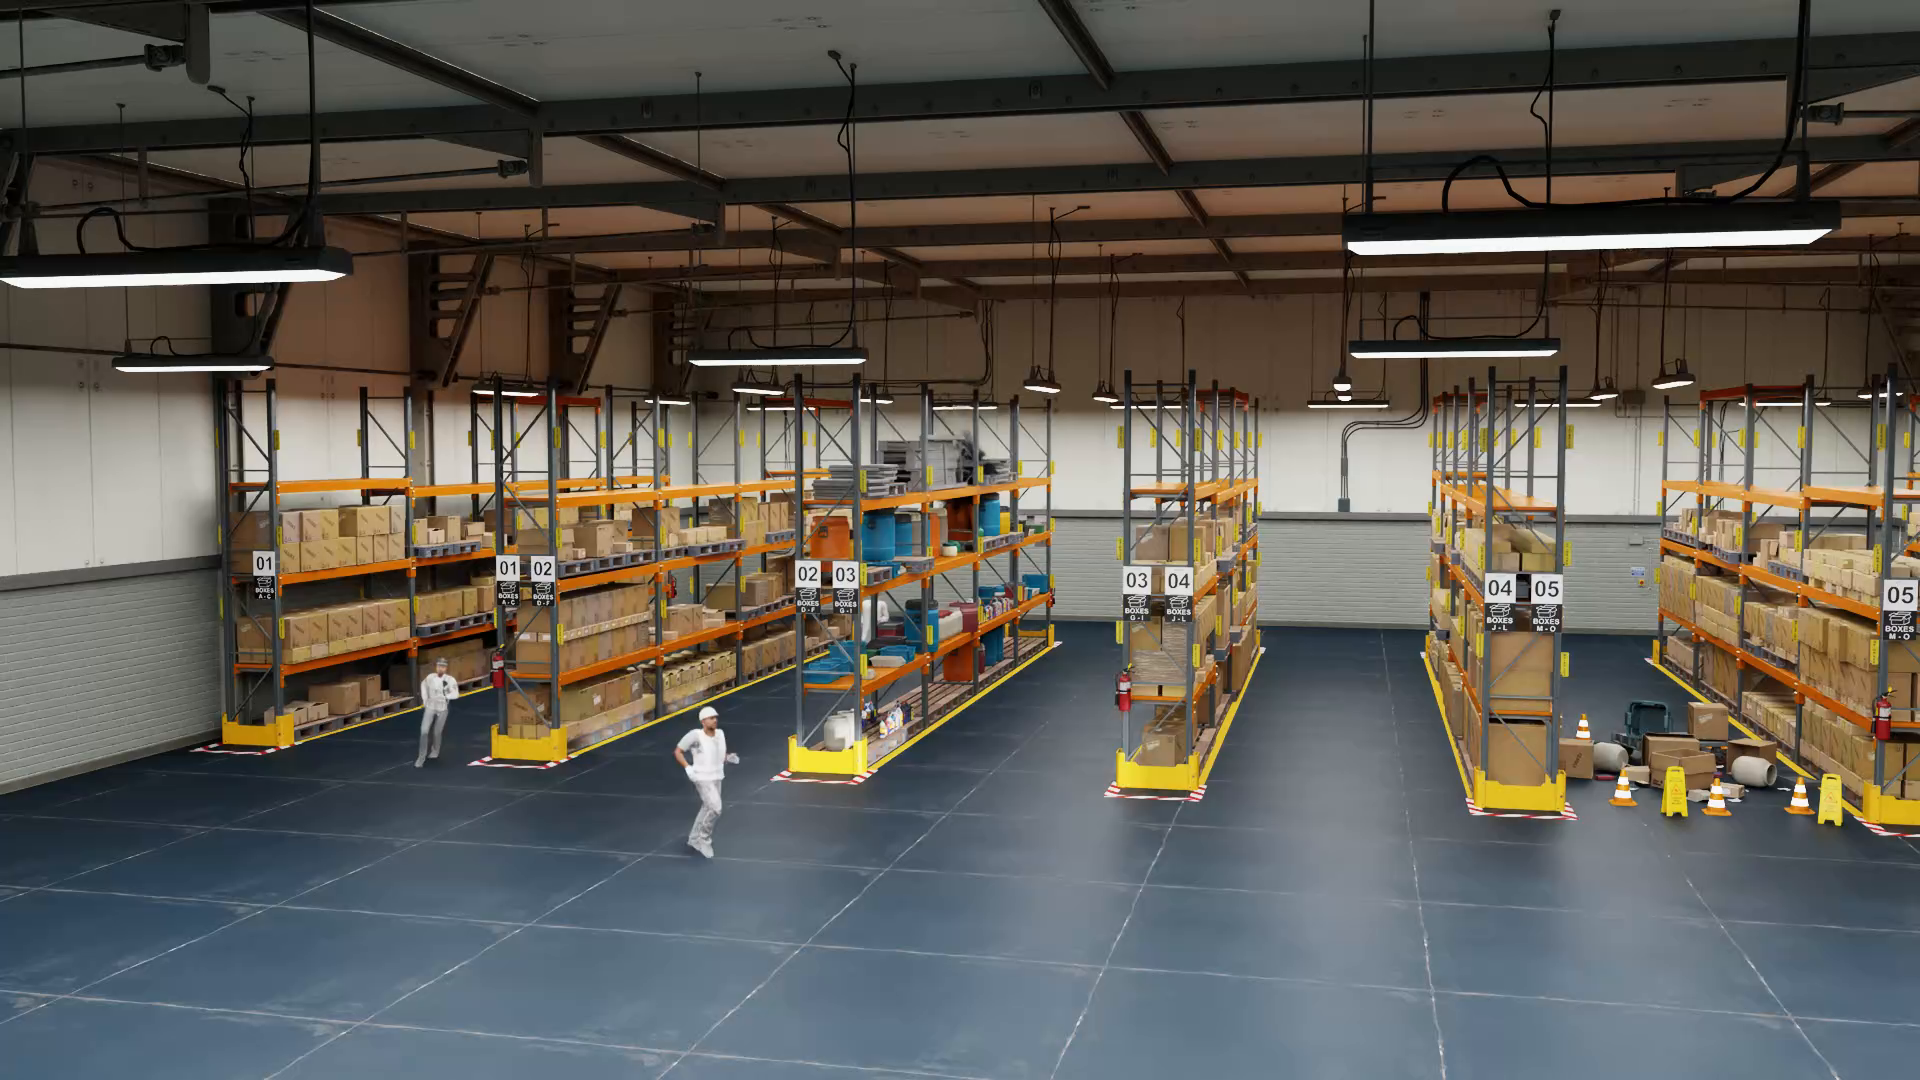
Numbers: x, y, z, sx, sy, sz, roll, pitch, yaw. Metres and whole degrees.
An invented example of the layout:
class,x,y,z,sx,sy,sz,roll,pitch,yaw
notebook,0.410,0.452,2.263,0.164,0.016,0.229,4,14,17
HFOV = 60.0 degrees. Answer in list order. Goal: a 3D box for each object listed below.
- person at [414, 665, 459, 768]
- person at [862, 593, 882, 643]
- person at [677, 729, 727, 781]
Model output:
class,x,y,z,sx,sy,sz,roll,pitch,yaw
person,-8.067,2.663,25.738,0.645,1.664,0.691,0,3,-6
person,-1.758,1.865,33.124,0.643,1.809,0.694,0,3,5
person,-3.065,2.589,20.077,0.442,0.630,0.634,2,4,33
